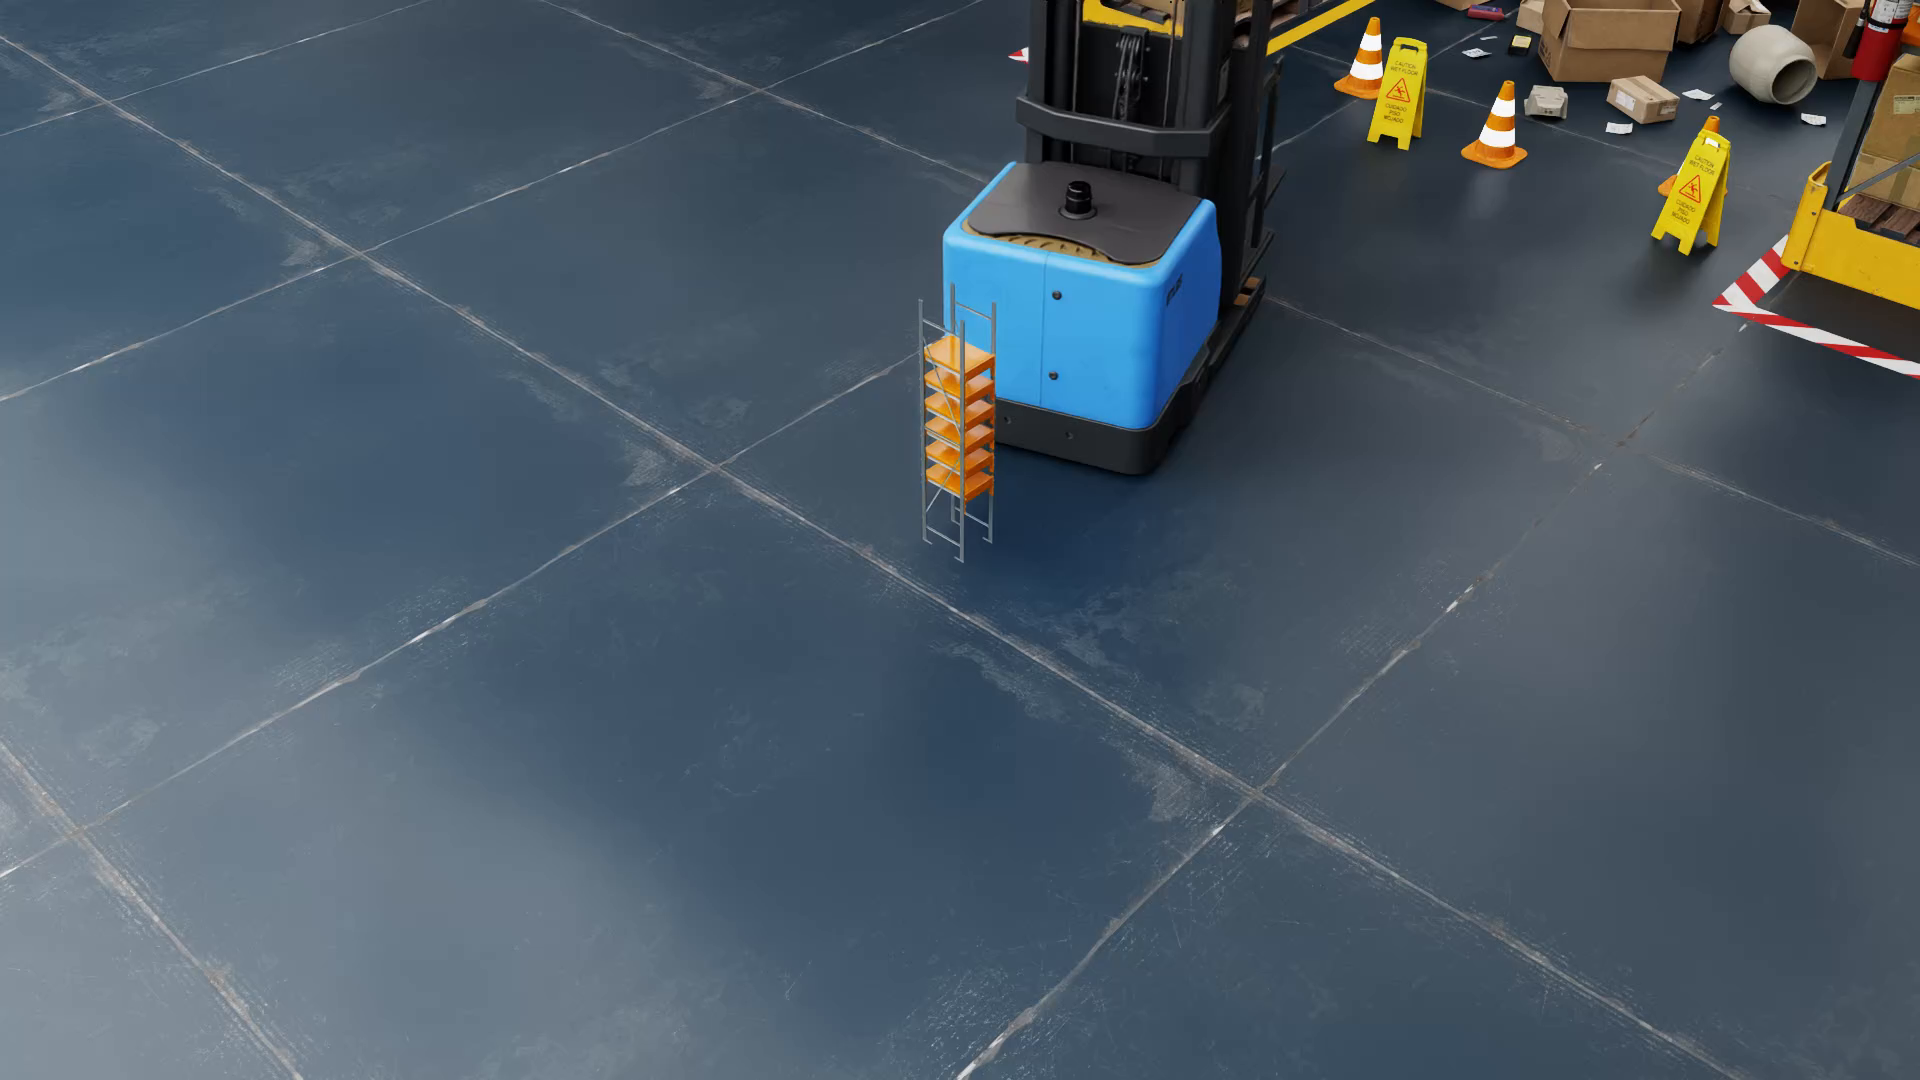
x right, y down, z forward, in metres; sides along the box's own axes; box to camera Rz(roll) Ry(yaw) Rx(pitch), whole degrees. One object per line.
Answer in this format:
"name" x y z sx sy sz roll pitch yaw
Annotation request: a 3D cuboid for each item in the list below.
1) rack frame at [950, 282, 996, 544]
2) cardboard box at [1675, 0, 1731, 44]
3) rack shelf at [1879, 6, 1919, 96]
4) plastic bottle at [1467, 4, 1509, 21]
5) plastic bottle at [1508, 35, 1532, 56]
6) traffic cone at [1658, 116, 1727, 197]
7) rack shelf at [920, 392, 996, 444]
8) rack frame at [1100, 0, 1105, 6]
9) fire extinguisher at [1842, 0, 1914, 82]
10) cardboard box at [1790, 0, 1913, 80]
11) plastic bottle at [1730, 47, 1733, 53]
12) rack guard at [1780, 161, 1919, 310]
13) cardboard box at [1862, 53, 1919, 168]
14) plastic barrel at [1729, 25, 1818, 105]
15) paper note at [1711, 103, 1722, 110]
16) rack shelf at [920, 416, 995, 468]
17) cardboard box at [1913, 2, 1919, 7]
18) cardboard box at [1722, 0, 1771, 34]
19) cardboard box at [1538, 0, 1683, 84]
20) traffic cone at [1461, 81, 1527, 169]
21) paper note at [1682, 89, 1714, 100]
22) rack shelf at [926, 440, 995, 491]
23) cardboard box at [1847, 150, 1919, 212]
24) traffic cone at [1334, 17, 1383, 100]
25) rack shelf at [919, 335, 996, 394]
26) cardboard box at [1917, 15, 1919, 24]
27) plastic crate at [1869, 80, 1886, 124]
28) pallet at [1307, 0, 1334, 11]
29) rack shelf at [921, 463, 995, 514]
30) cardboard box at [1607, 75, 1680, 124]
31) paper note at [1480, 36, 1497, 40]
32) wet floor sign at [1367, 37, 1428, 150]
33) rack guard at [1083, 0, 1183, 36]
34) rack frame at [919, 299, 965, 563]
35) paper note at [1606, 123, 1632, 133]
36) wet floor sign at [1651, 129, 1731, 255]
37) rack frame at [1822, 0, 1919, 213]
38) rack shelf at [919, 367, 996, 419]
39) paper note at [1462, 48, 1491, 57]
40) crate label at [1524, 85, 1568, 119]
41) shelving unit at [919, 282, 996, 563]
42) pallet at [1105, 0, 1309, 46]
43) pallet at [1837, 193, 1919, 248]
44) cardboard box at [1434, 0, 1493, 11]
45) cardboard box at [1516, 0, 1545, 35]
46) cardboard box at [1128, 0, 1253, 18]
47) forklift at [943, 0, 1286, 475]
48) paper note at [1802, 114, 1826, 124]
"rack frame" 0.052 -0.505 6.921 0.240 1.200 0.006 30 47 32
"cardboard box" 4.938 -3.876 11.611 0.797 0.637 0.503 30 47 32
"rack shelf" 6.346 -3.134 9.360 1.077 0.370 4.000 30 47 32
"plastic bottle" 3.809 -3.792 11.970 0.283 0.061 0.133 14 41 17
"plastic bottle" 3.886 -3.440 11.527 0.133 0.061 0.283 14 41 17
"traffic cone" 4.335 -2.243 9.700 0.336 0.463 0.334 30 47 32
"rack shelf" -0.010 -0.522 6.821 0.258 0.103 0.180 30 47 32
"rack frame" 1.275 -4.529 10.536 1.000 3.000 0.127 30 47 32
"fire extinguisher" 4.580 -2.608 8.182 0.296 0.674 0.183 30 47 32
"cardboard box" 5.968 -3.437 11.168 0.500 0.500 0.500 -5 39 -6
"plastic bottle" 5.441 -3.379 11.451 0.283 0.061 0.133 -26 45 -29
"rack guard" 5.048 -1.554 8.802 1.175 0.500 0.348 30 47 32
"cardboard box" 5.345 -2.356 9.073 0.500 0.500 0.500 30 47 32
"plastic barrel" 5.273 -3.073 10.775 0.421 0.421 0.512 -5 39 -6
"paper note" 4.904 -2.813 10.780 0.032 0.001 0.123 30 47 32
"rack shelf" -0.010 -0.428 6.896 0.258 0.103 0.180 30 47 32
"cardboard box" 5.180 -2.823 8.593 0.380 0.149 0.250 29 47 31
"cardboard box" 5.562 -3.792 11.805 0.258 0.266 0.396 2 39 2
"cardboard box" 4.313 -3.390 11.109 0.797 0.503 0.637 2 39 2
"traffic cone" 3.286 -2.553 10.089 0.336 0.463 0.334 30 47 32
"paper note" 4.849 -2.928 10.917 0.142 0.019 0.148 -18 42 -21
"rack shelf" -0.010 -0.334 6.971 0.258 0.103 0.180 30 47 32
"cardboard box" 5.360 -2.081 9.328 0.500 0.250 0.500 29 47 32
"traffic cone" 2.681 -3.184 10.882 0.336 0.463 0.334 30 47 32
"rack shelf" -0.010 -0.710 6.672 0.258 0.103 0.180 30 47 32
"cardboard box" 5.091 -2.660 8.388 0.380 0.149 0.250 31 48 33
"plastic crate" 6.031 -2.815 10.726 0.402 0.080 0.583 14 41 17
"pallet" 2.580 -4.396 12.609 1.003 0.211 1.213 30 47 32
"rack shelf" -0.010 -0.240 7.045 0.258 0.103 0.180 30 47 32
"cardboard box" 4.390 -2.831 10.691 0.250 0.149 0.380 -11 40 -14
"paper note" 3.713 -3.525 11.675 0.123 0.001 0.032 -11 40 -14
"wet floor sign" 2.717 -2.763 10.206 0.267 0.644 0.232 22 43 25
"rack guard" 1.259 -3.540 11.300 1.175 0.500 0.348 30 47 32
"rack frame" -0.071 -0.421 6.815 0.240 1.200 0.006 30 47 32
"paper note" 4.165 -2.605 10.502 0.148 0.019 0.142 14 41 17
"wet floor sign" 4.079 -1.938 9.168 0.232 0.644 0.267 -18 42 -21
"rack frame" 4.997 -2.497 7.980 1.000 3.000 0.127 30 47 32
"rack shelf" -0.010 -0.616 6.746 0.258 0.103 0.180 30 47 32
"paper note" 3.558 -3.355 11.446 0.142 0.017 0.144 -18 42 -21
"crate label" 3.771 -2.813 10.678 0.250 0.136 0.298 8 39 10
"shelving unit" -0.010 -0.463 6.868 0.258 1.200 0.189 30 47 32
"pallet" 1.757 -3.838 11.907 1.003 0.211 1.213 30 47 32
"pallet" 5.622 -1.799 9.343 1.003 0.211 1.213 30 47 32
"cardboard box" 3.684 -4.245 12.185 0.500 0.500 0.500 -26 45 -29
"cardboard box" 4.173 -3.734 11.732 0.258 0.266 0.396 -26 45 -29
"cardboard box" 1.684 -4.201 11.493 0.875 0.875 0.875 30 47 32
"forklift" 0.966 -2.359 7.861 1.130 2.935 3.031 15 41 18
"paper note" 5.448 -2.689 10.607 0.142 0.019 0.148 14 41 17
